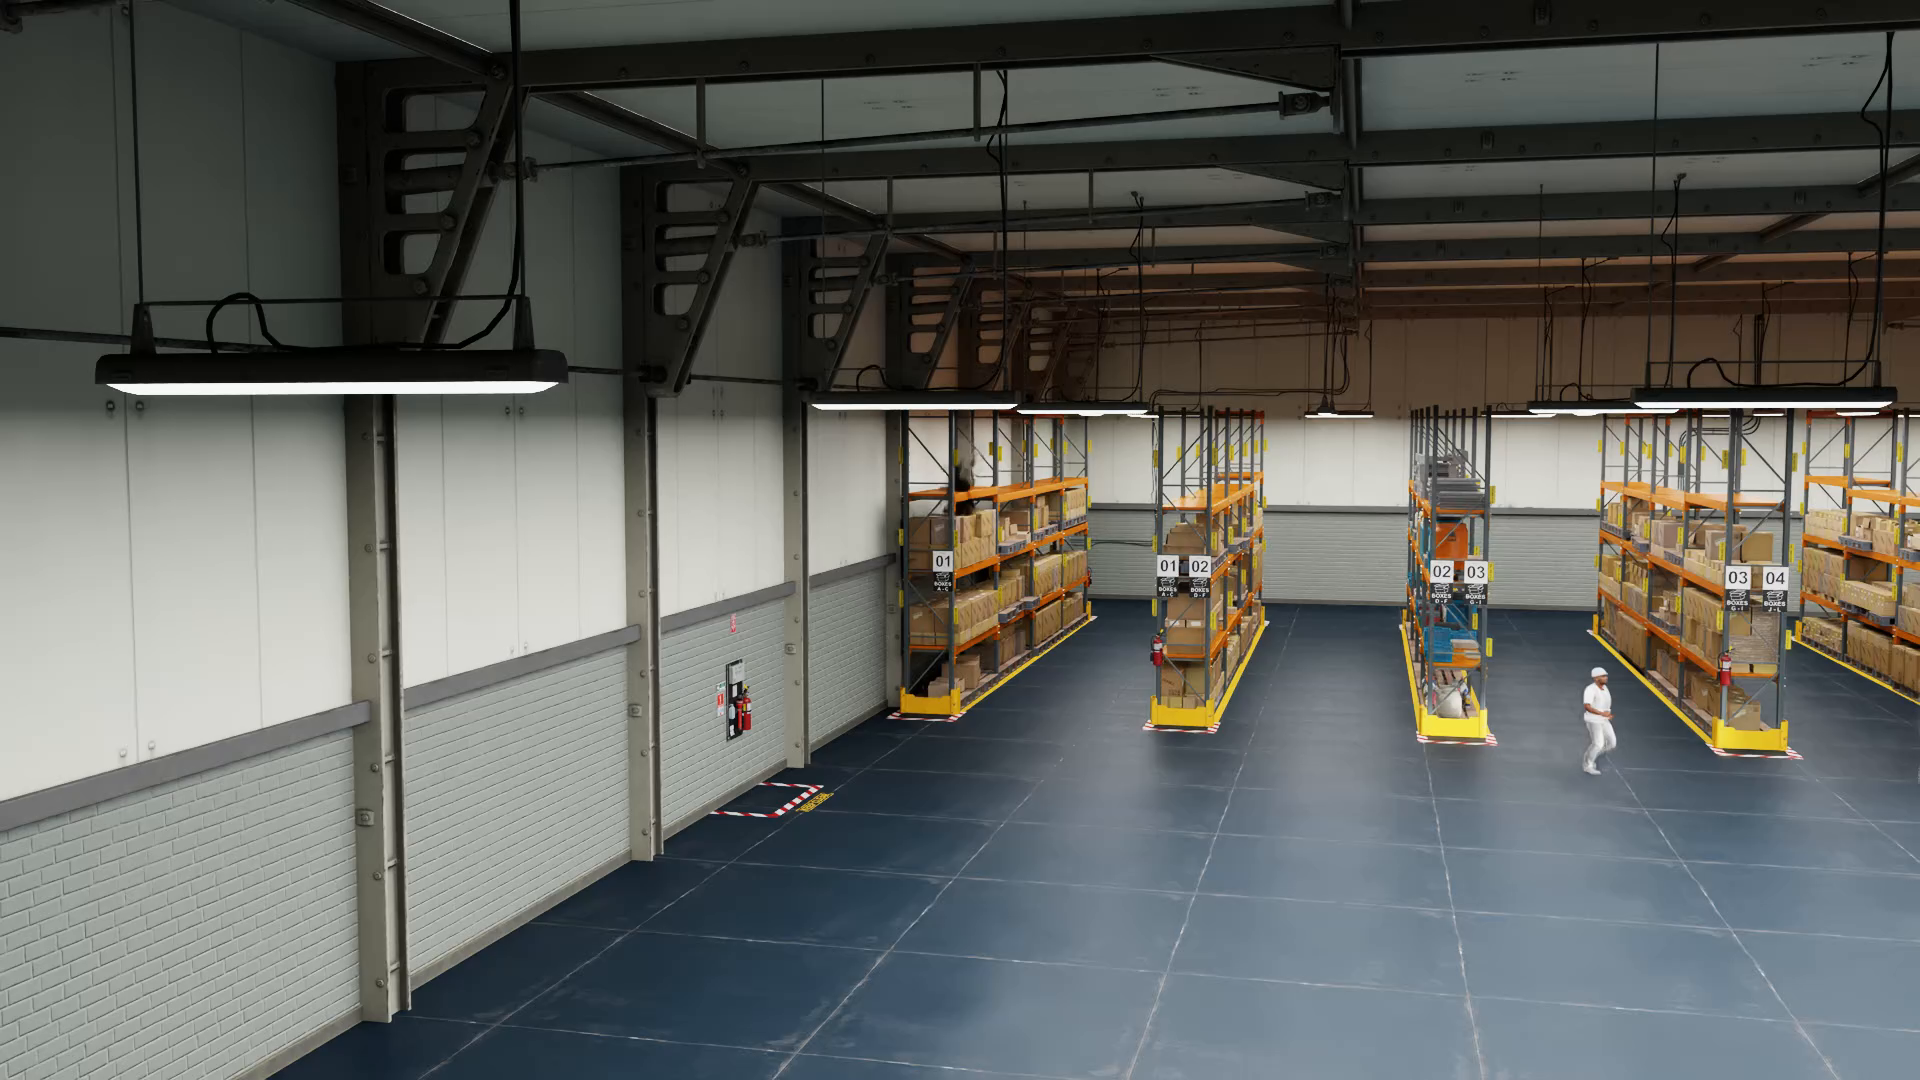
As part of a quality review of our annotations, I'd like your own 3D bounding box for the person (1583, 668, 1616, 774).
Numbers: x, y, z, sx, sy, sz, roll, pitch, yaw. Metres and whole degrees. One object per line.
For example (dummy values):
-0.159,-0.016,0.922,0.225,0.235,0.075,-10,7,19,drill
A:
10.371,2.923,26.912,0.728,1.730,0.584,-4,5,-41,person
